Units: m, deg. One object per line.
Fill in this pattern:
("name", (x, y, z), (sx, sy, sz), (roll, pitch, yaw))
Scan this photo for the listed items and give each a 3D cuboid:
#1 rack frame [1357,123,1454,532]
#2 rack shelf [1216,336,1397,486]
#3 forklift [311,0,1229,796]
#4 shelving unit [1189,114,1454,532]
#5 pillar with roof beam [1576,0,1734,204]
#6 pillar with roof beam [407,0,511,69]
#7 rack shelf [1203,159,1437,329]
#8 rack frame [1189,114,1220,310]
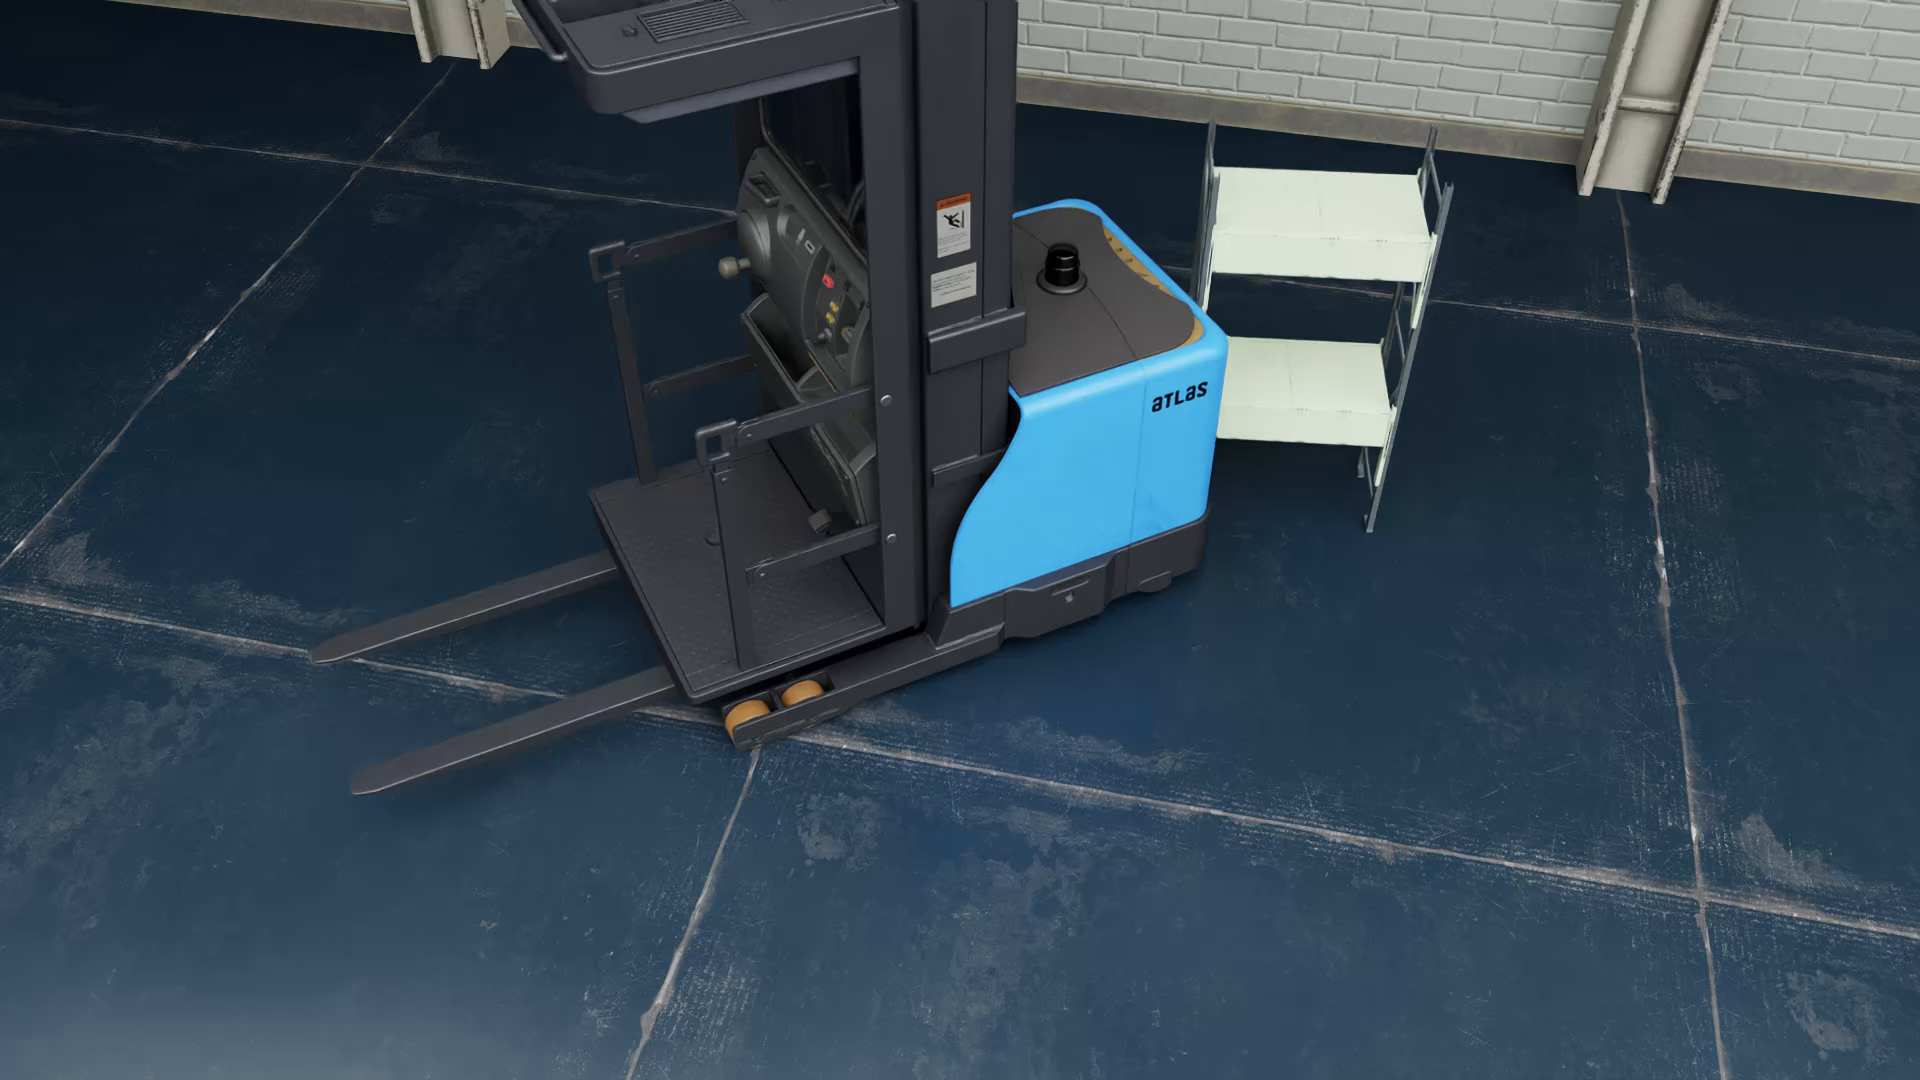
("rack frame", (1.562, -0.707, 5.903), (0.023, 1.500, 0.400), (3, 44, 3))
("rack shelf", (1.197, -0.493, 6.151), (0.720, 0.370, 0.431), (3, 44, 3))
("forklift", (-0.661, -0.783, 4.950), (3.031, 2.935, 1.130), (-19, 47, -19))
("shelving unit", (1.197, -0.728, 5.925), (0.755, 1.500, 0.431), (3, 44, 3))
("pillar with roof beam", (2.251, -2.060, 1.901), (0.400, 9.000, 9.100), (9, 45, 9))
("pillar with roof beam", (-3.604, -2.969, 2.845), (0.400, 9.000, 9.100), (9, 45, 9))
("rack shelf", (1.197, -1.009, 5.654), (0.720, 0.370, 0.431), (3, 44, 3))
("rack frame", (0.833, -0.748, 5.946), (0.023, 1.500, 0.400), (3, 44, 3))
